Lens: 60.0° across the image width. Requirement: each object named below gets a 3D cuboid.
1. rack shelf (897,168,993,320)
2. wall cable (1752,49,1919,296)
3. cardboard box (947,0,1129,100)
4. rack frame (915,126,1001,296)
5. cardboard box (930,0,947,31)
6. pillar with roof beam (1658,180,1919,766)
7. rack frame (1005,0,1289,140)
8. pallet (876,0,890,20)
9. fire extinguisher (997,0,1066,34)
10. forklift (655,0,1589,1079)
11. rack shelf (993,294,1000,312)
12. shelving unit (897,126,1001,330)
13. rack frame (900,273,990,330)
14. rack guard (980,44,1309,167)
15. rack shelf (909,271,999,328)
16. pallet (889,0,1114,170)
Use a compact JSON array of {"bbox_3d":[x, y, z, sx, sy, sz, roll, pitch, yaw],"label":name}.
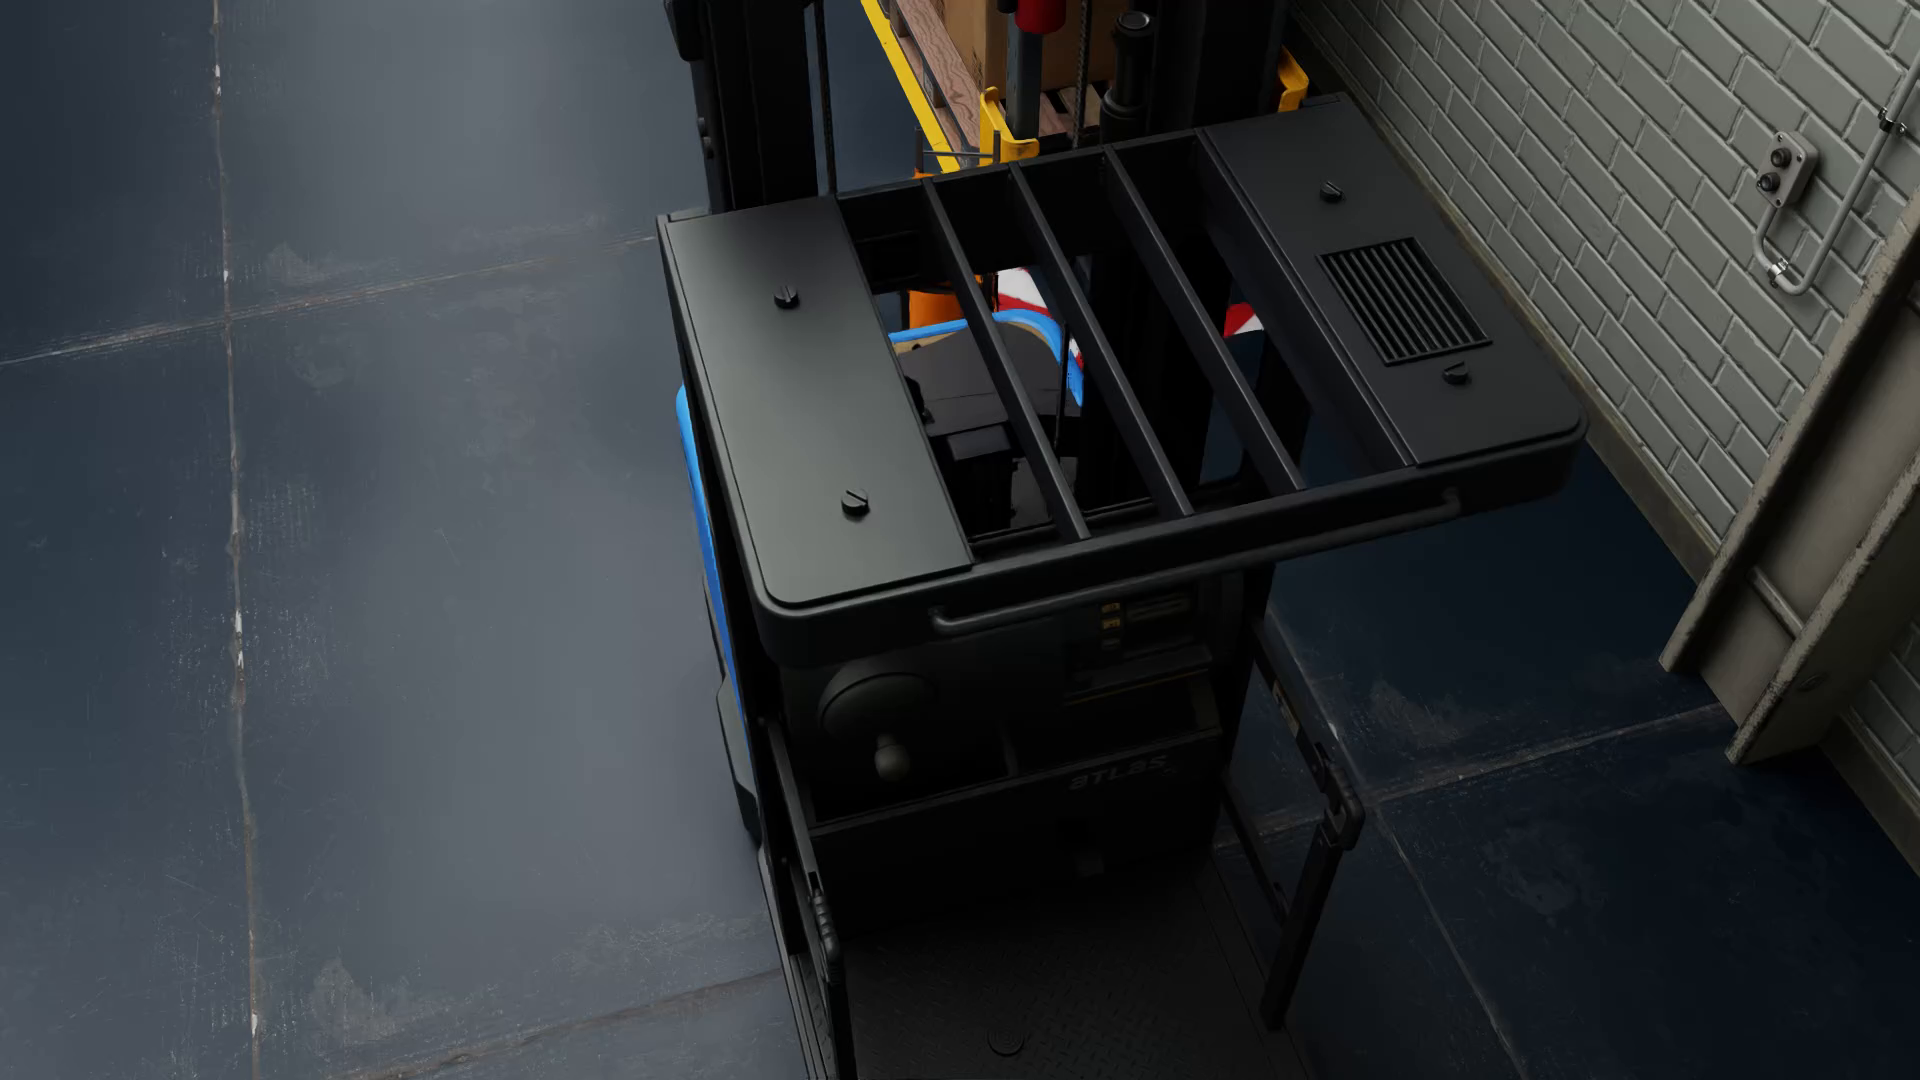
[{"bbox_3d":[-0.024,-0.826,4.648,0.258,0.148,0.480,3,50,3],"label":"rack shelf"},{"bbox_3d":[1.940,-1.887,4.214,0.084,1.984,1.851,-13,51,-11],"label":"wall cable"},{"bbox_3d":[0.355,-2.099,6.418,0.700,0.500,0.500,-13,51,-11],"label":"cardboard box"},{"bbox_3d":[-0.006,-0.759,5.105,0.240,1.200,0.015,3,50,3],"label":"rack frame"},{"bbox_3d":[0.207,-2.464,6.726,0.700,0.500,0.500,-13,51,-11],"label":"cardboard box"},{"bbox_3d":[-1.830,-1.465,0.599,9.100,9.000,0.400,-13,51,-11],"label":"pillar with roof beam"},{"bbox_3d":[0.658,-2.281,5.211,1.000,3.000,0.127,-13,51,-11],"label":"rack frame"},{"bbox_3d":[-0.011,-2.838,7.504,1.003,0.211,1.213,-13,51,-11],"label":"pallet"},{"bbox_3d":[0.261,-1.921,5.202,0.296,0.674,0.183,-13,51,-11],"label":"fire extinguisher"},{"bbox_3d":[0.167,0.305,3.076,1.130,2.935,3.031,-13,51,-10],"label":"forklift"},{"bbox_3d":[-0.024,-0.530,5.000,0.258,0.148,0.480,3,50,3],"label":"rack shelf"},{"bbox_3d":[-0.024,-0.573,4.948,0.258,1.200,0.503,3,50,3],"label":"shelving unit"},{"bbox_3d":[-0.041,-0.387,4.792,0.240,1.200,0.015,3,50,3],"label":"rack frame"},{"bbox_3d":[0.665,-1.457,6.152,1.175,0.500,0.348,-13,51,-11],"label":"rack guard"},{"bbox_3d":[-0.024,-0.674,4.829,0.258,0.148,0.480,3,50,3],"label":"rack shelf"},{"bbox_3d":[0.346,-1.948,6.754,1.003,0.211,1.213,-13,51,-11],"label":"pallet"}]
